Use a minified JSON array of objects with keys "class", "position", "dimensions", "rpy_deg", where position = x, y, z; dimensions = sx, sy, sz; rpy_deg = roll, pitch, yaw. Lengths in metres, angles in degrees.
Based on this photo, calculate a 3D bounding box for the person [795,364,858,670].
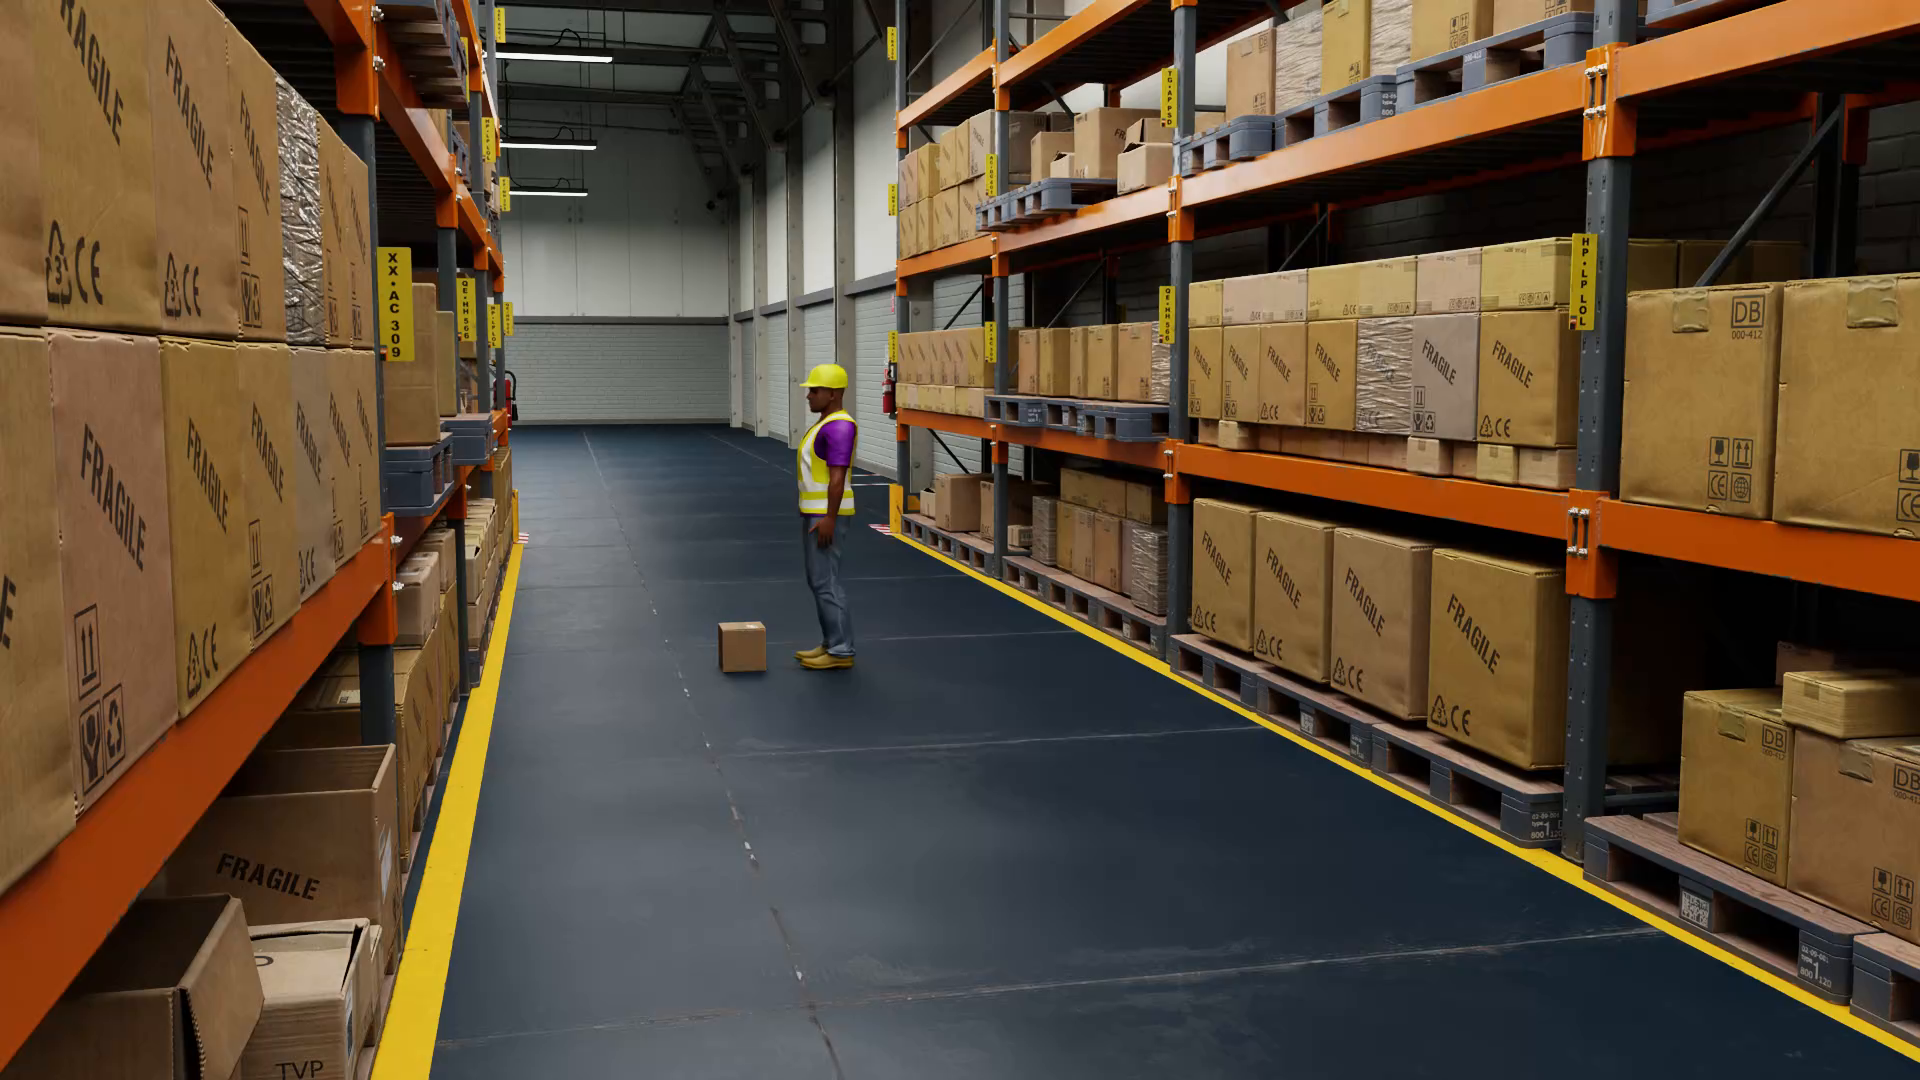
[{"class":"person","position":[-0.776,-0.140,9.688],"dimensions":[0.356,1.759,0.563],"rpy_deg":[-1,6,-12]}]
